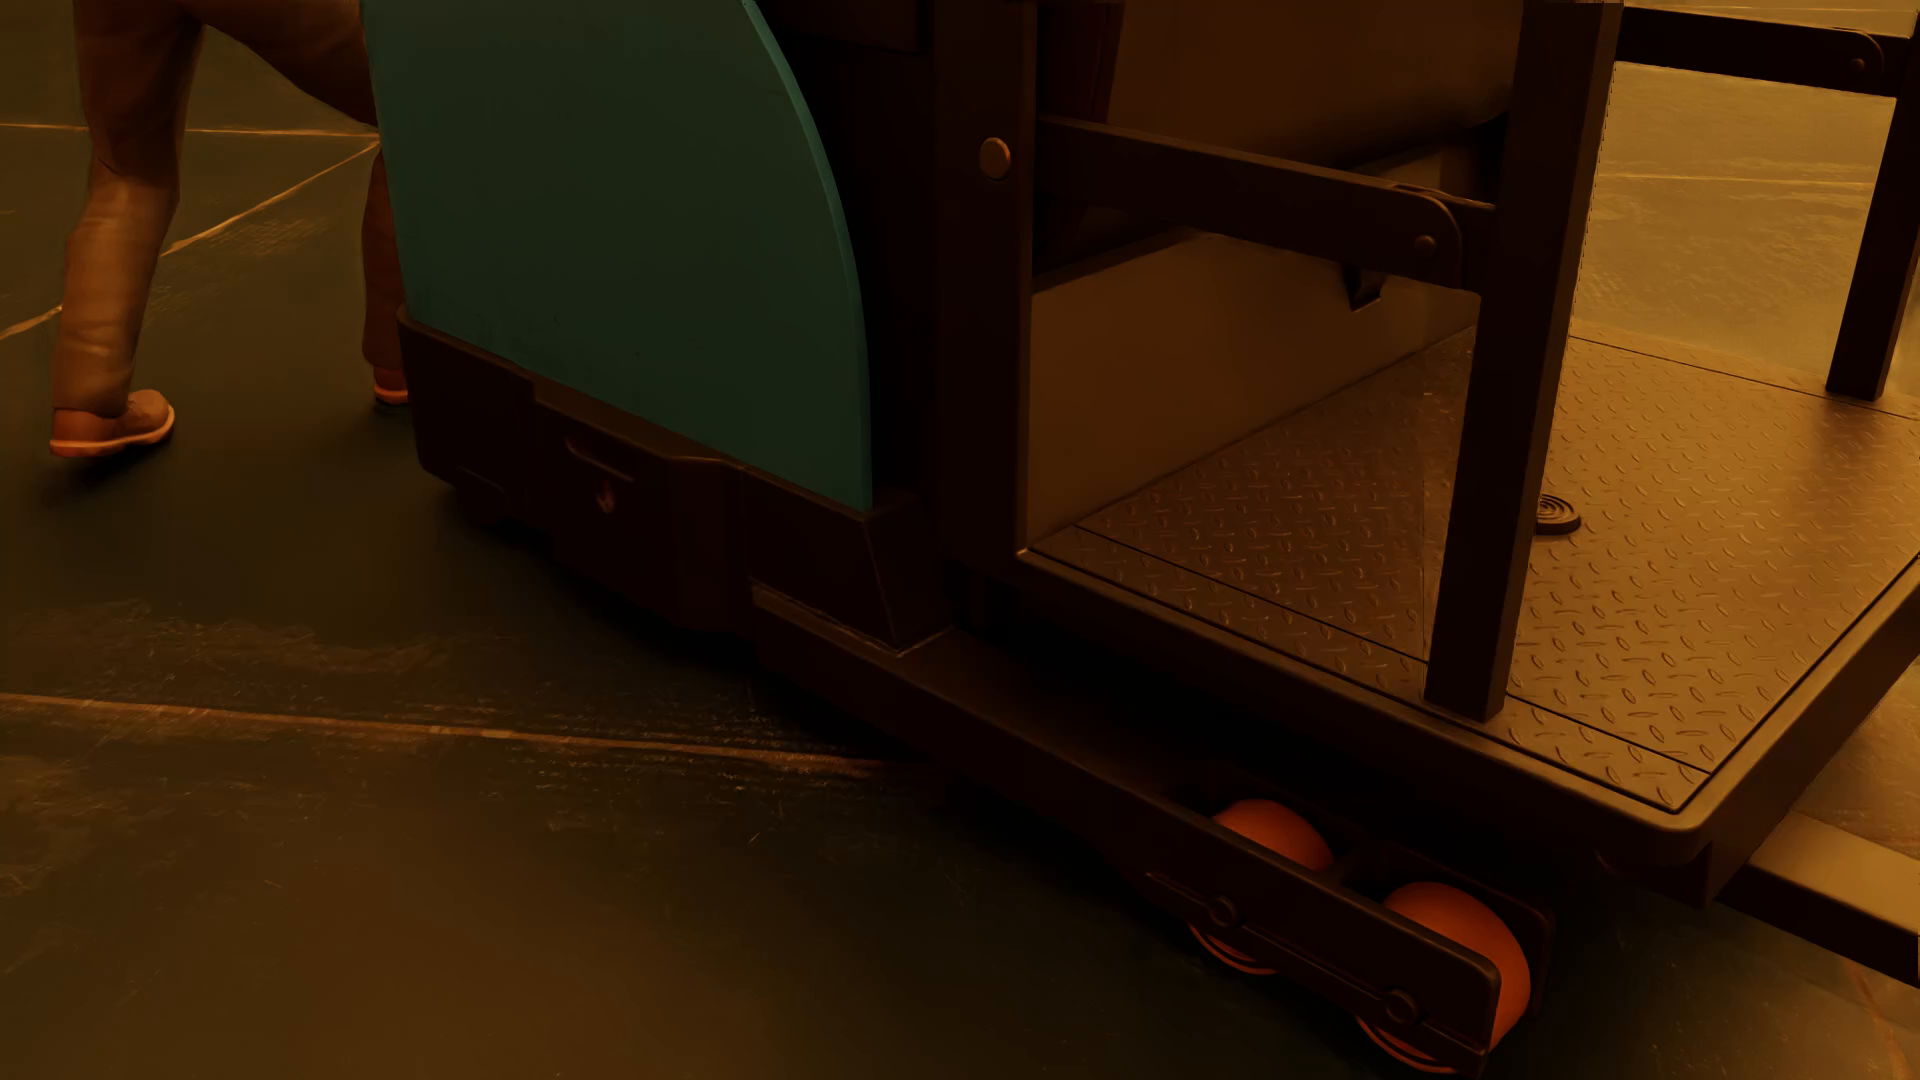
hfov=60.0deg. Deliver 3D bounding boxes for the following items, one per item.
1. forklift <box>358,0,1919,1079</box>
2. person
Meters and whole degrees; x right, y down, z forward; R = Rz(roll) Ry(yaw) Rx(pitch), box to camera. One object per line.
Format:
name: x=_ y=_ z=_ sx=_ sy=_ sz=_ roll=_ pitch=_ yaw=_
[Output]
forklift: x=0.571 y=-1.090 z=1.401 sx=3.031 sy=2.935 sz=1.130 roll=23 pitch=34 yaw=38
person: x=-1.128 y=-0.930 z=2.614 sx=0.645 sy=1.558 sz=0.777 roll=3 pitch=27 yaw=7
